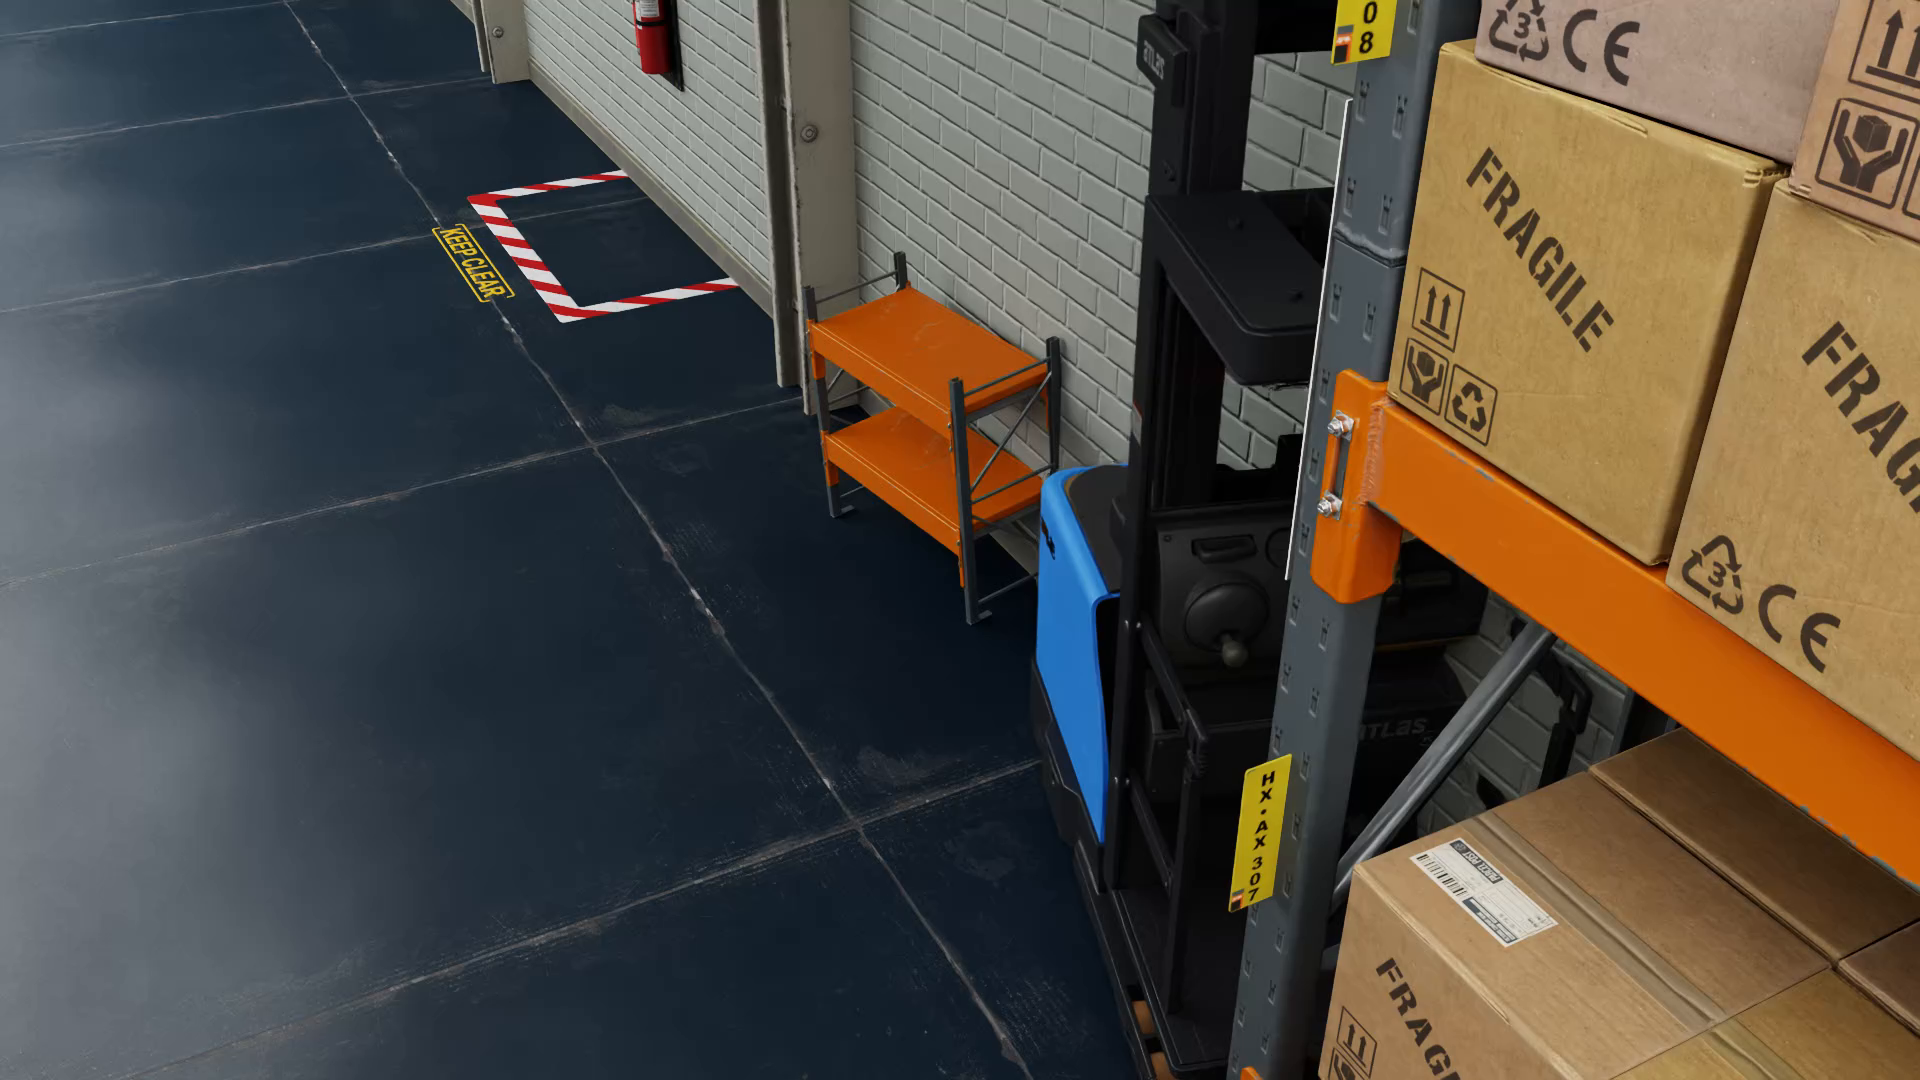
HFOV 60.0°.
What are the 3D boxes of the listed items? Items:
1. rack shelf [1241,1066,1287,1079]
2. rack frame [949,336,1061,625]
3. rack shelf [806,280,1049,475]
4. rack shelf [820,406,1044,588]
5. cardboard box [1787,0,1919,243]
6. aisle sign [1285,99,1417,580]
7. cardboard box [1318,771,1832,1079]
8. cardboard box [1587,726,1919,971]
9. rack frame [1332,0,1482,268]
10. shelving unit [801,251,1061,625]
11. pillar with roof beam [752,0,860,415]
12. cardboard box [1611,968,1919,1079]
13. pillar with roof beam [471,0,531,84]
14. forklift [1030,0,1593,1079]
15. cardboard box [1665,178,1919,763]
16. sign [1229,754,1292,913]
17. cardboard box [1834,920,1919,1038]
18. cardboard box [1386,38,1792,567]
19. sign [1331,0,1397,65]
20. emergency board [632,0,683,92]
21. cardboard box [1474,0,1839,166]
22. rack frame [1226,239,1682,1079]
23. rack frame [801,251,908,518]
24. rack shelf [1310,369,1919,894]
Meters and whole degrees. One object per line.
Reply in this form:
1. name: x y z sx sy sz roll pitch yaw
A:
1. rack shelf: 1.932 1.994 2.023 1.077 0.370 4.000 -16 36 -23
2. rack frame: 0.202 -0.215 6.511 0.500 1.125 0.032 -26 41 -27
3. rack shelf: -0.119 -0.675 6.686 0.538 0.278 1.000 -26 41 -27
4. rack shelf: -0.086 -0.237 6.996 0.538 0.278 1.000 -26 41 -27
5. cardboard box: 1.154 -0.501 1.432 0.500 0.500 0.500 -16 36 -24
6. aisle sign: 0.701 -0.317 2.554 0.394 0.787 0.004 -16 36 -23
7. cardboard box: 0.957 0.779 2.678 0.500 0.500 0.500 -16 36 -23
8. cardboard box: 1.408 0.647 2.884 0.500 0.500 0.500 -16 36 -24
9. rack frame: 1.000 -1.789 1.701 1.000 3.000 0.127 -16 36 -23
10. shelving unit: -0.101 -0.436 6.855 0.538 1.125 1.048 -26 41 -27
11. pillar with roof beam: -4.514 -3.453 4.298 9.100 9.000 0.400 -16 36 -23
12. cardboard box: 1.178 1.018 2.306 0.500 0.500 0.500 -16 36 -23
13. pillar with roof beam: -7.312 -6.317 8.767 9.100 9.000 0.400 -16 36 -23
14. forklift: 1.019 0.169 4.270 1.130 2.935 3.031 -5 33 -8
15. cardboard box: 1.154 -0.089 1.716 0.500 0.500 0.500 -13 35 -20
16. sign: 0.520 0.509 2.872 0.100 0.325 0.005 -16 36 -23
17. cardboard box: 1.634 0.890 2.505 0.500 0.500 0.500 -15 36 -22
18. cardboard box: 0.935 -0.354 2.130 0.500 0.500 0.500 -15 36 -22
19. sign: 0.520 -0.758 2.061 0.100 0.325 0.005 -16 36 -23
20. emergency board: -1.824 -3.199 9.462 0.194 1.169 0.643 -16 36 -23
21. cardboard box: 0.965 -0.753 1.826 0.500 0.500 0.500 -19 37 -26
22. rack frame: 1.000 0.737 3.319 1.000 3.000 0.127 -16 36 -23
23. rack frame: -0.404 -0.657 7.198 0.500 1.125 0.032 -26 41 -27
24. rack shelf: 1.932 0.731 1.214 1.077 0.370 4.000 -16 36 -23
